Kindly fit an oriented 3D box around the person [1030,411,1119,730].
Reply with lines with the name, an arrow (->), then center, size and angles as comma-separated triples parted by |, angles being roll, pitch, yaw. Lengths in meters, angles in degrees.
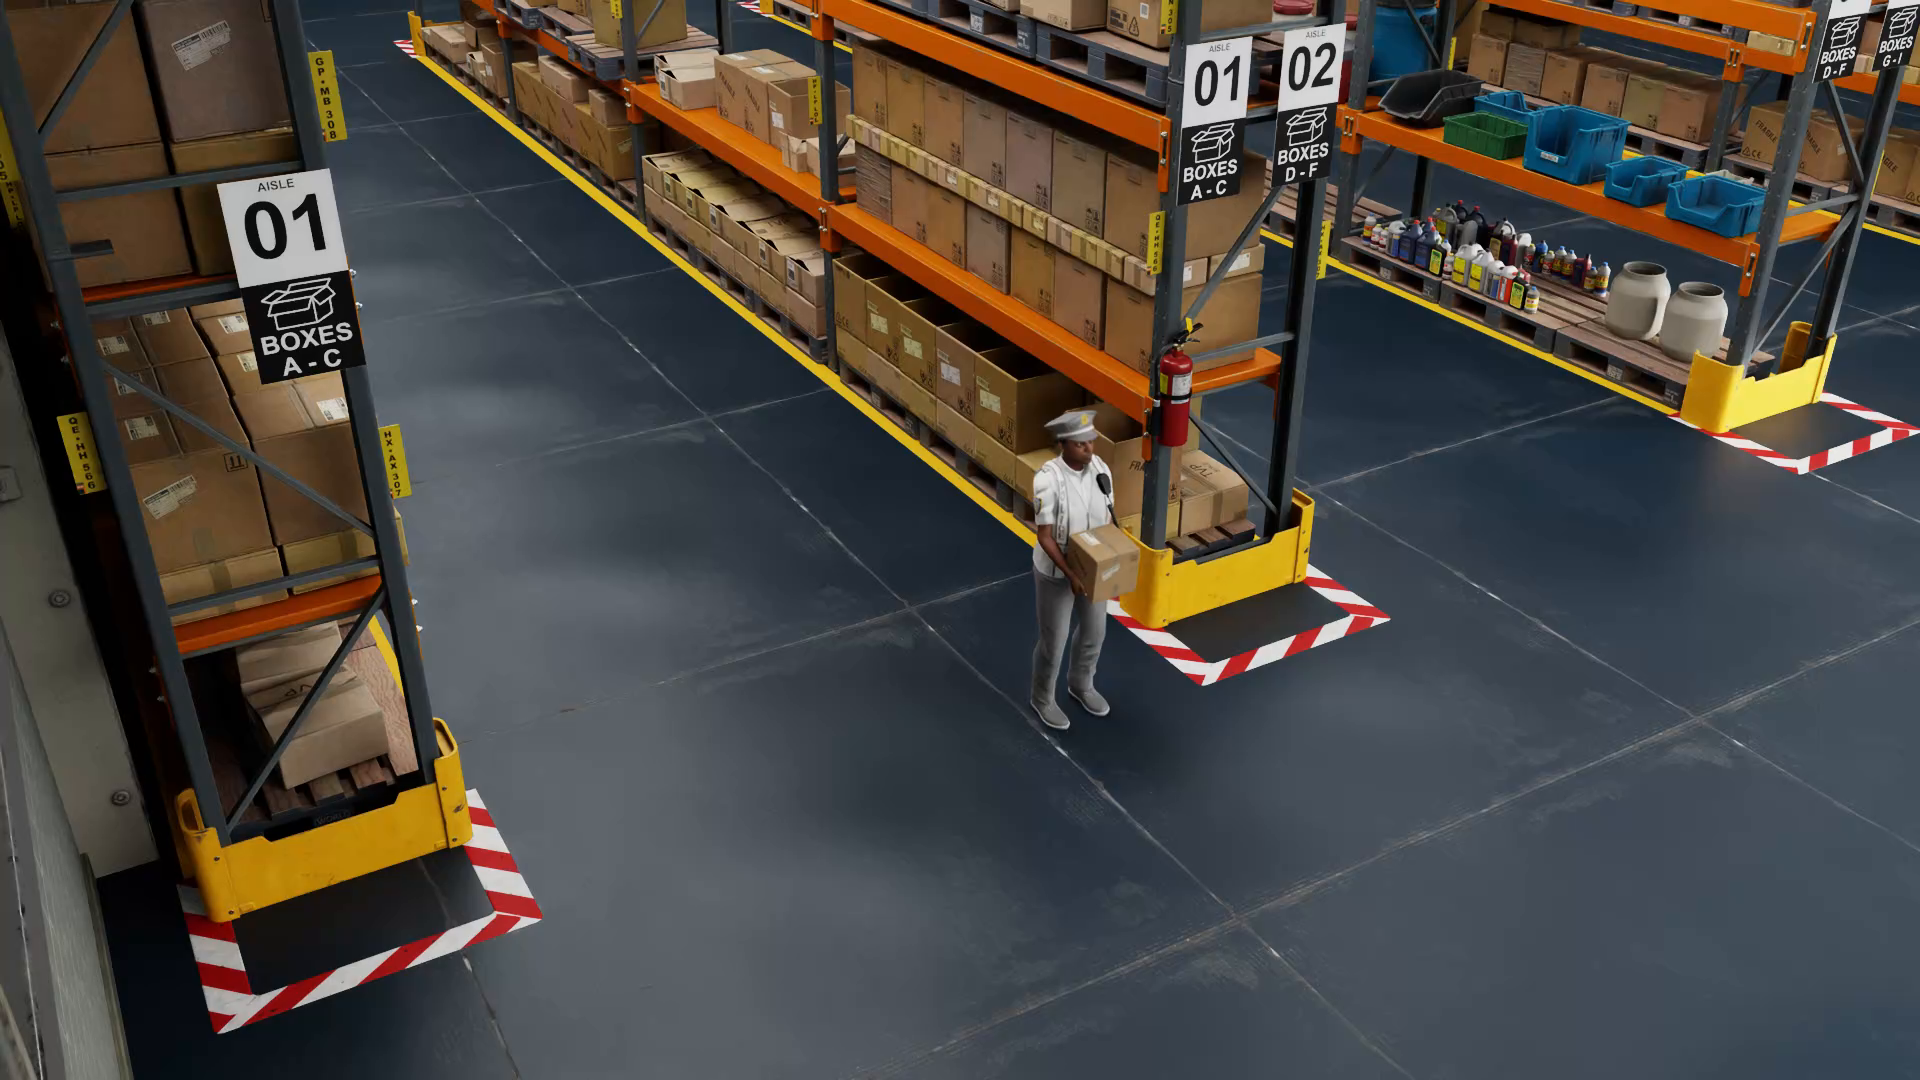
person -> 0.593, 0.163, 8.235 | 0.450, 1.688, 0.535 | -16, 33, -26
